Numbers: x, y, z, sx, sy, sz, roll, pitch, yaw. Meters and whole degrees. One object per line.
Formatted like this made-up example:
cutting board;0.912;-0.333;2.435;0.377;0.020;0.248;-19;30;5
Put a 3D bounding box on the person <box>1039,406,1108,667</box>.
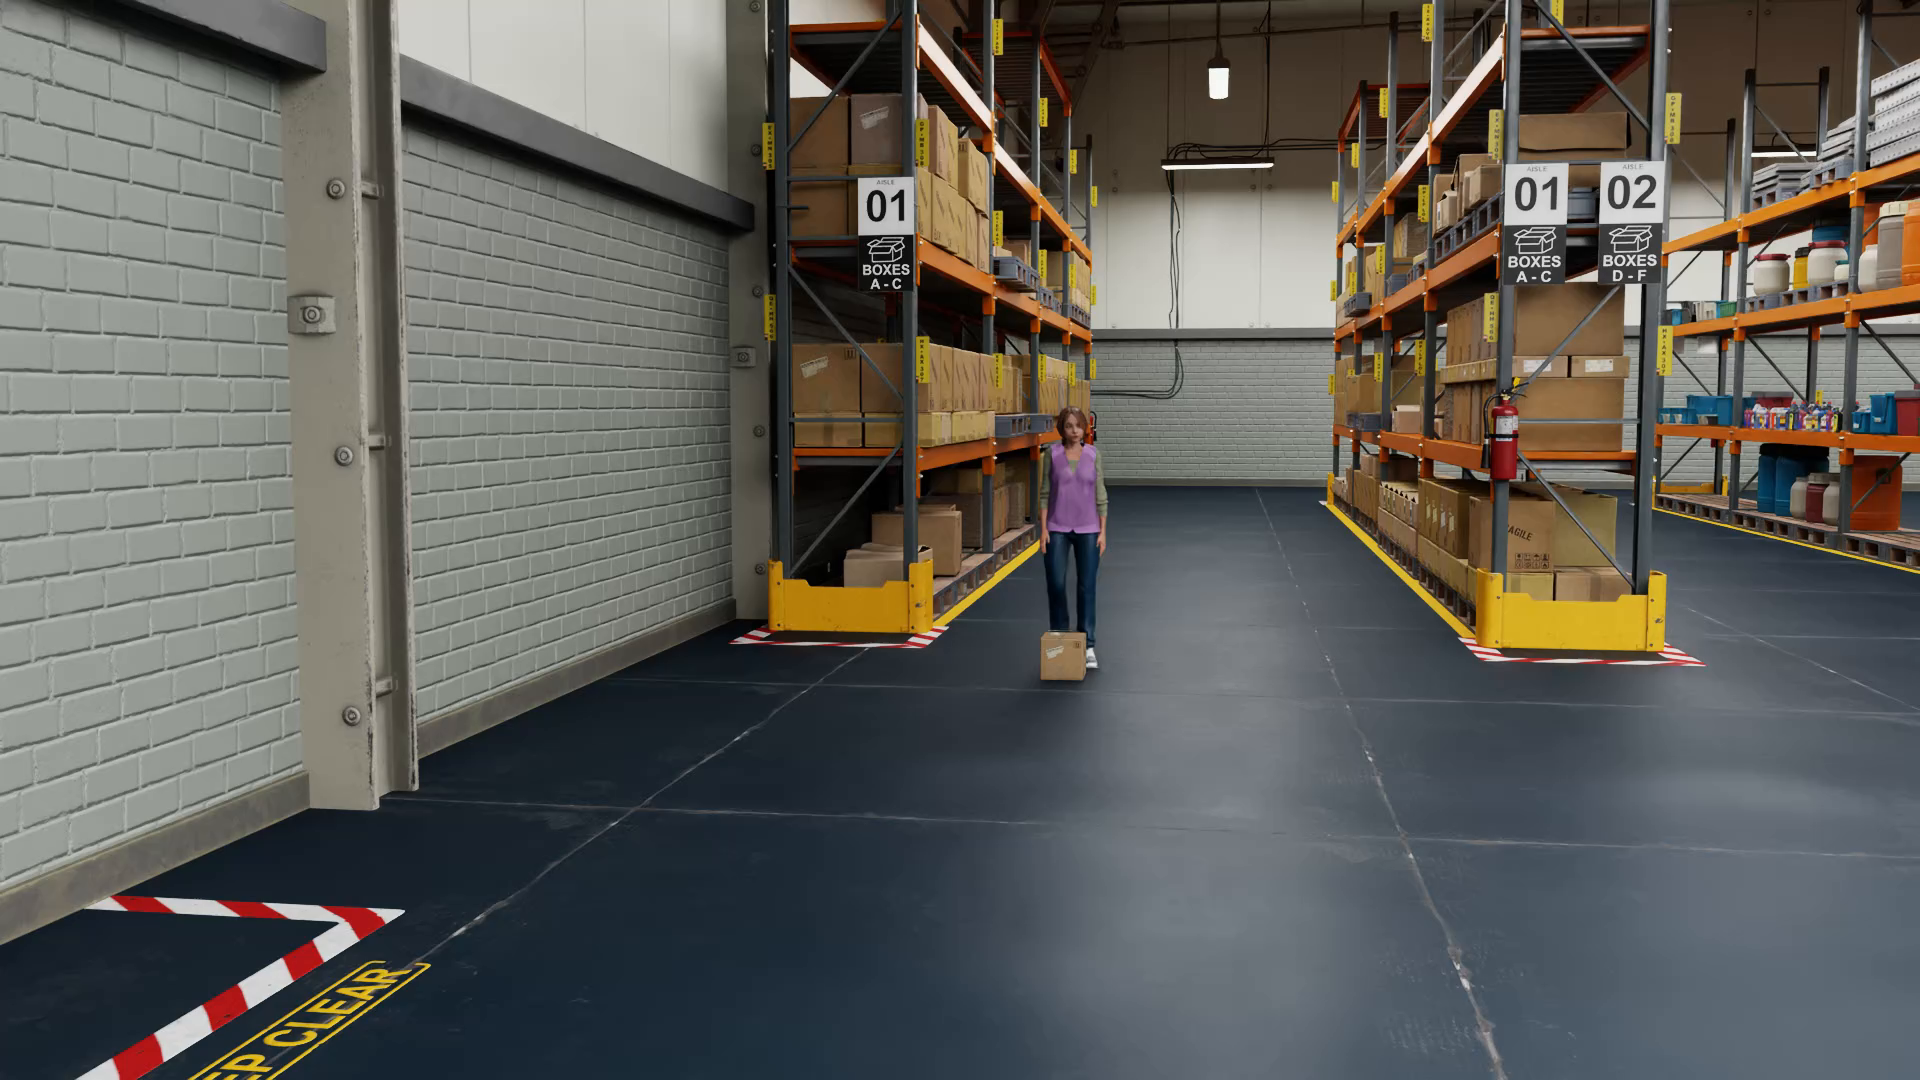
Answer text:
person;0.705;-0.027;10.327;0.429;1.609;0.412;0;5;1
